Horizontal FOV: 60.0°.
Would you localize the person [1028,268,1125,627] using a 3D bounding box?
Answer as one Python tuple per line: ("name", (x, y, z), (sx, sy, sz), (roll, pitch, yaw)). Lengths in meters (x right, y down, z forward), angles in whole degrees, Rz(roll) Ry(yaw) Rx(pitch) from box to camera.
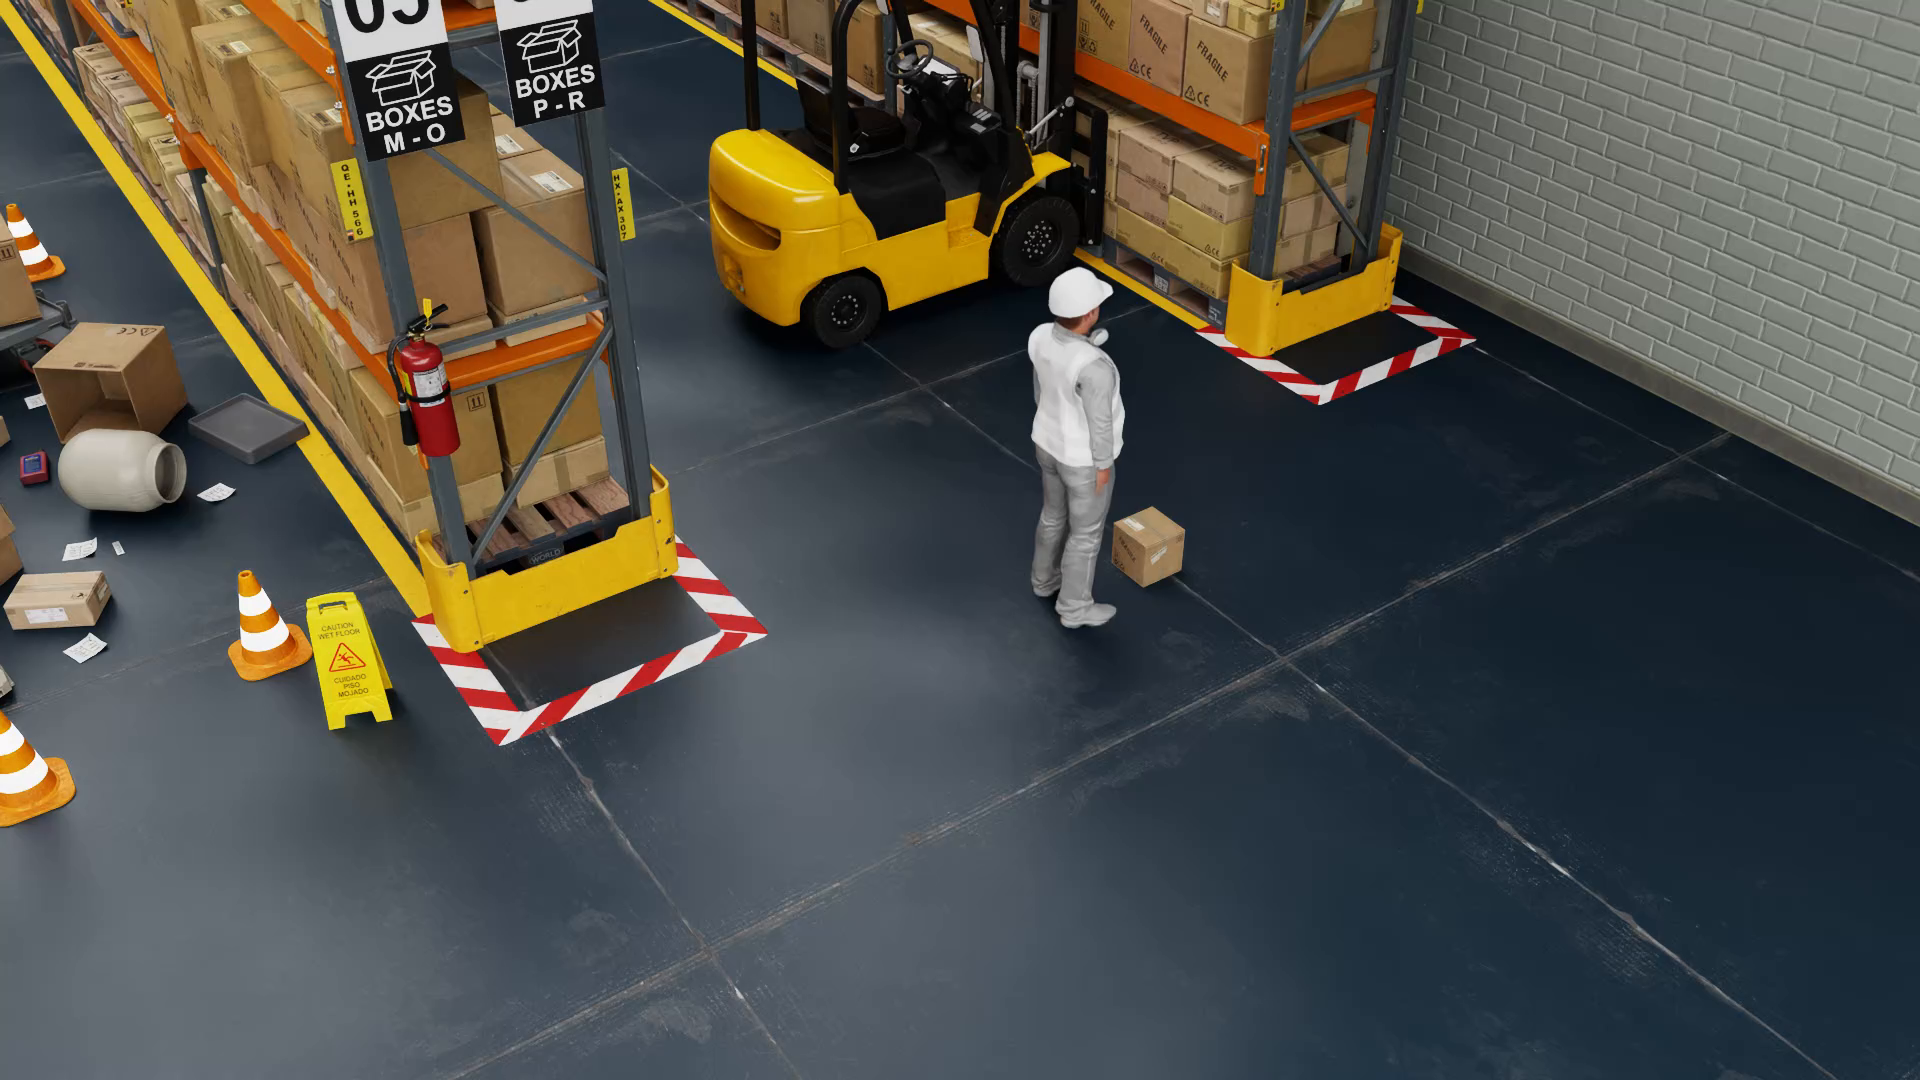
("person", (0.525, -0.429, 7.581), (0.358, 1.780, 0.536), (-21, 41, -27))
